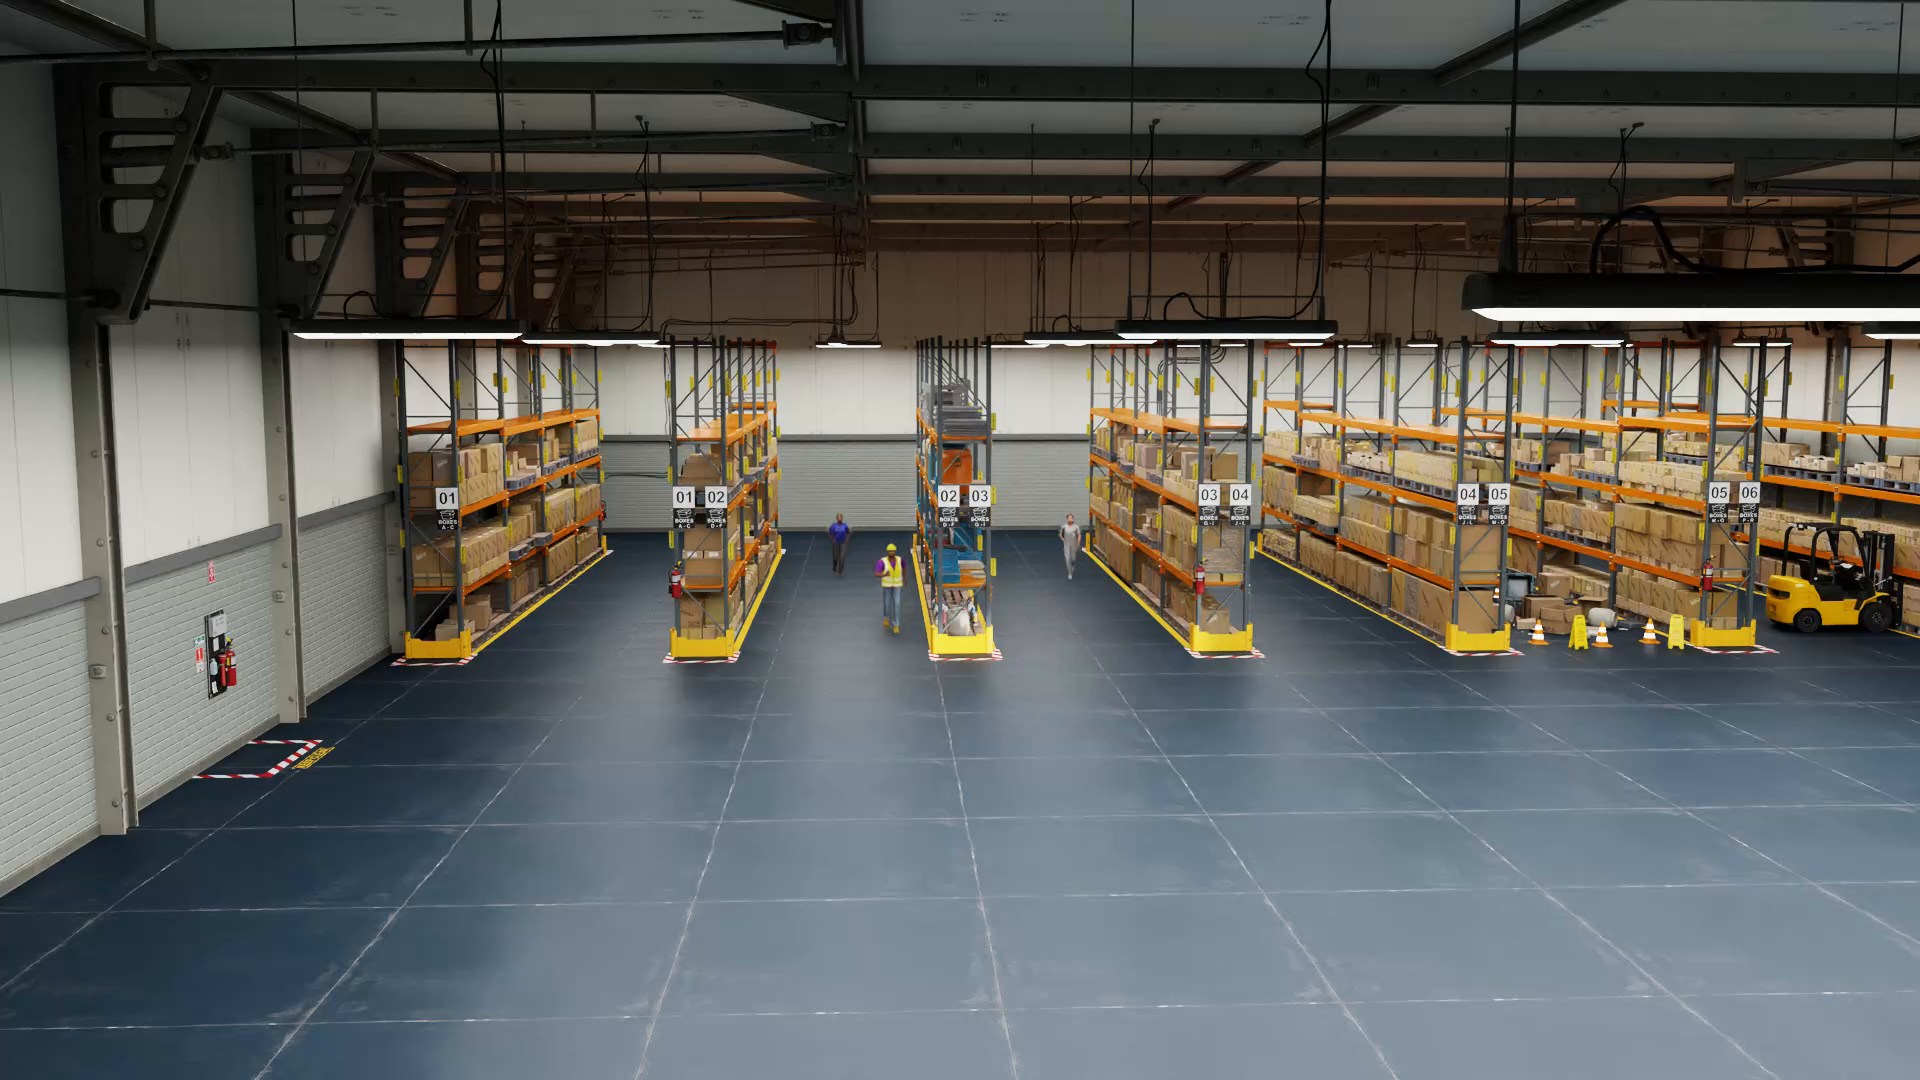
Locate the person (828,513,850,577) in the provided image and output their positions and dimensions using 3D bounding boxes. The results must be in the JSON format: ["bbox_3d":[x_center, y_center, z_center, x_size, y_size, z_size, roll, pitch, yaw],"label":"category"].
[{"bbox_3d":[-3.060,0.128,42.297,0.563,1.598,0.589,-1,7,-11],"label":"person"}]

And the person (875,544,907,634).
[{"bbox_3d":[-1.406,0.963,33.956,0.688,1.781,0.950,-1,7,-10],"label":"person"}]

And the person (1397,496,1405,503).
[{"bbox_3d":[12.963,-0.723,49.263,0.605,1.746,0.666,0,7,-4],"label":"person"}]

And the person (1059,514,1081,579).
[{"bbox_3d":[2.786,0.146,42.099,0.565,1.631,0.599,0,6,3],"label":"person"}]

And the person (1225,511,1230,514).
[{"bbox_3d":[7.854,-0.553,48.144,0.600,1.640,0.771,4,8,32],"label":"person"}]
